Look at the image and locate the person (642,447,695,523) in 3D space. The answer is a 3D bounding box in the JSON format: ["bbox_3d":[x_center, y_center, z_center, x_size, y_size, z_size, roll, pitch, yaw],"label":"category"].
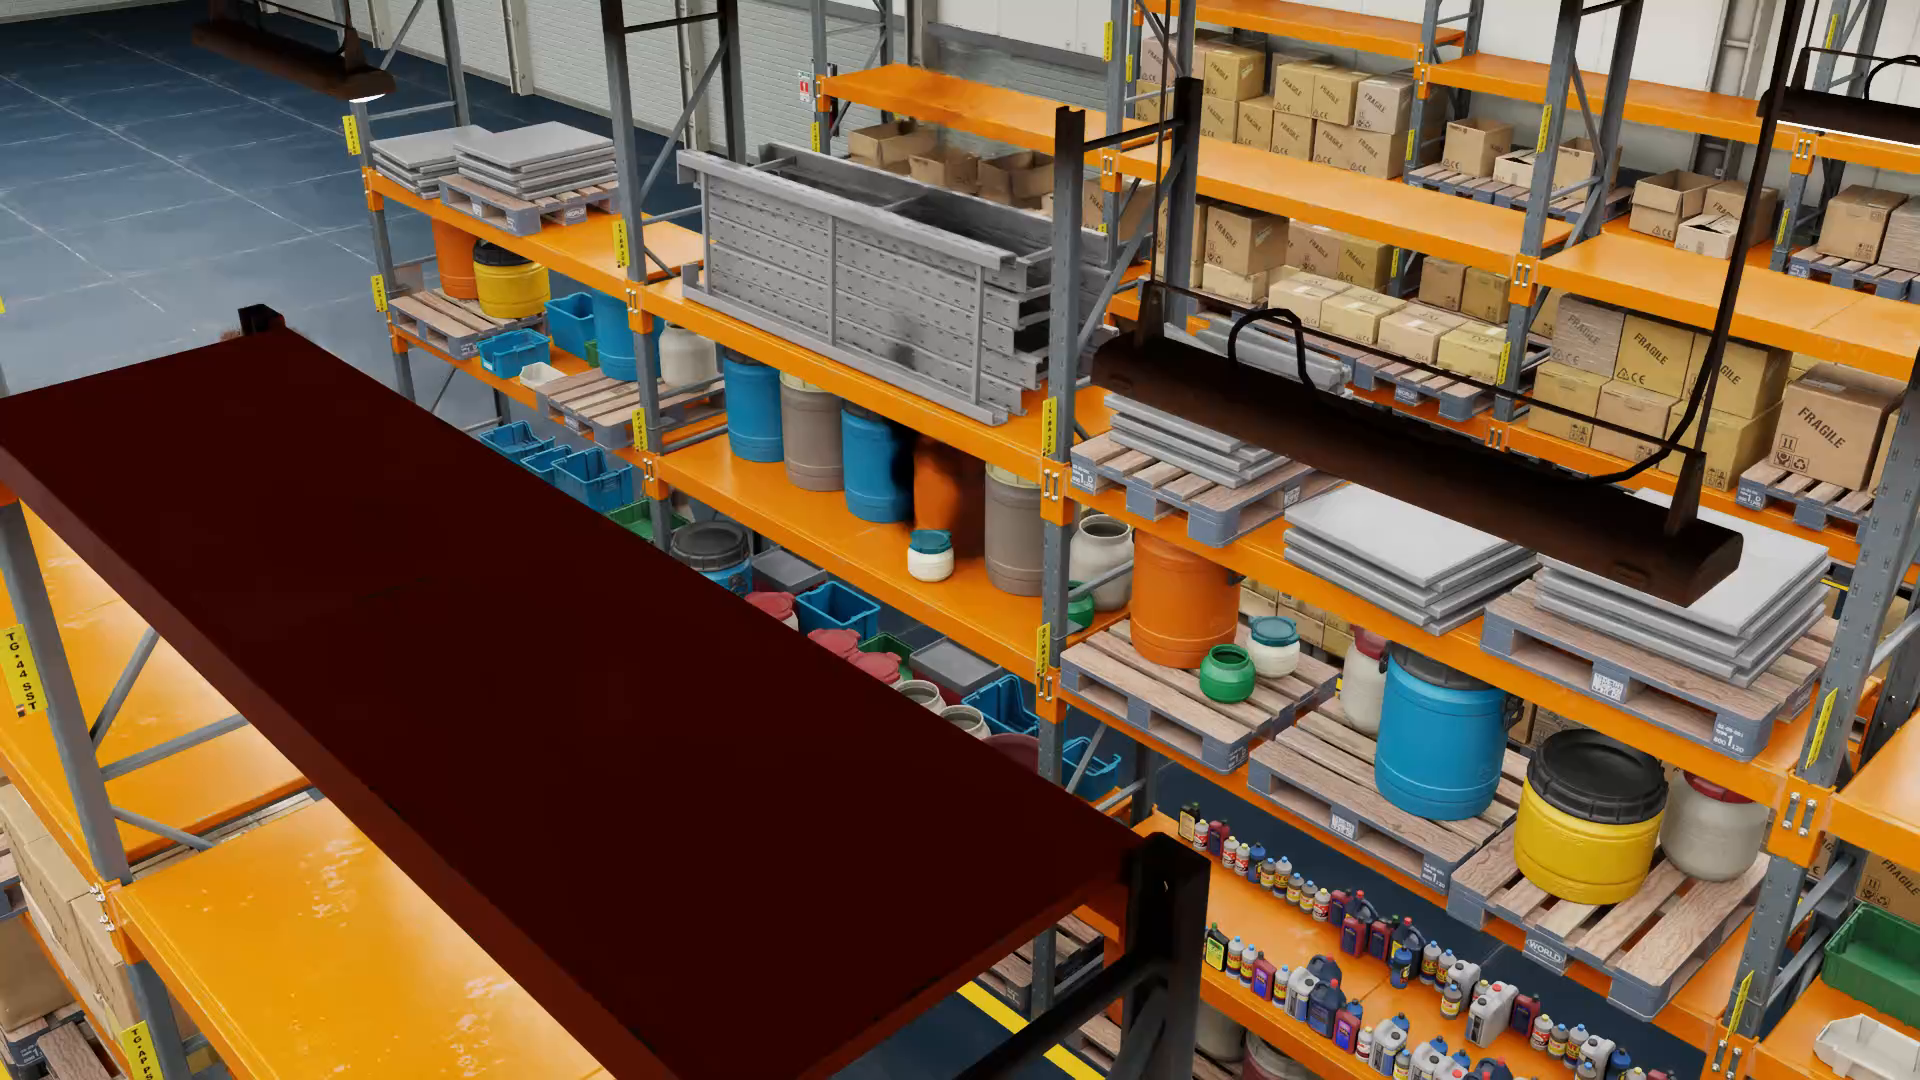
[{"bbox_3d":[-2.875,-0.613,16.231,0.702,1.760,0.693,23,36,36],"label":"person"}]

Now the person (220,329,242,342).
[{"bbox_3d":[-7.741,-1.542,18.063,0.847,1.599,0.542,-11,30,-19],"label":"person"}]
